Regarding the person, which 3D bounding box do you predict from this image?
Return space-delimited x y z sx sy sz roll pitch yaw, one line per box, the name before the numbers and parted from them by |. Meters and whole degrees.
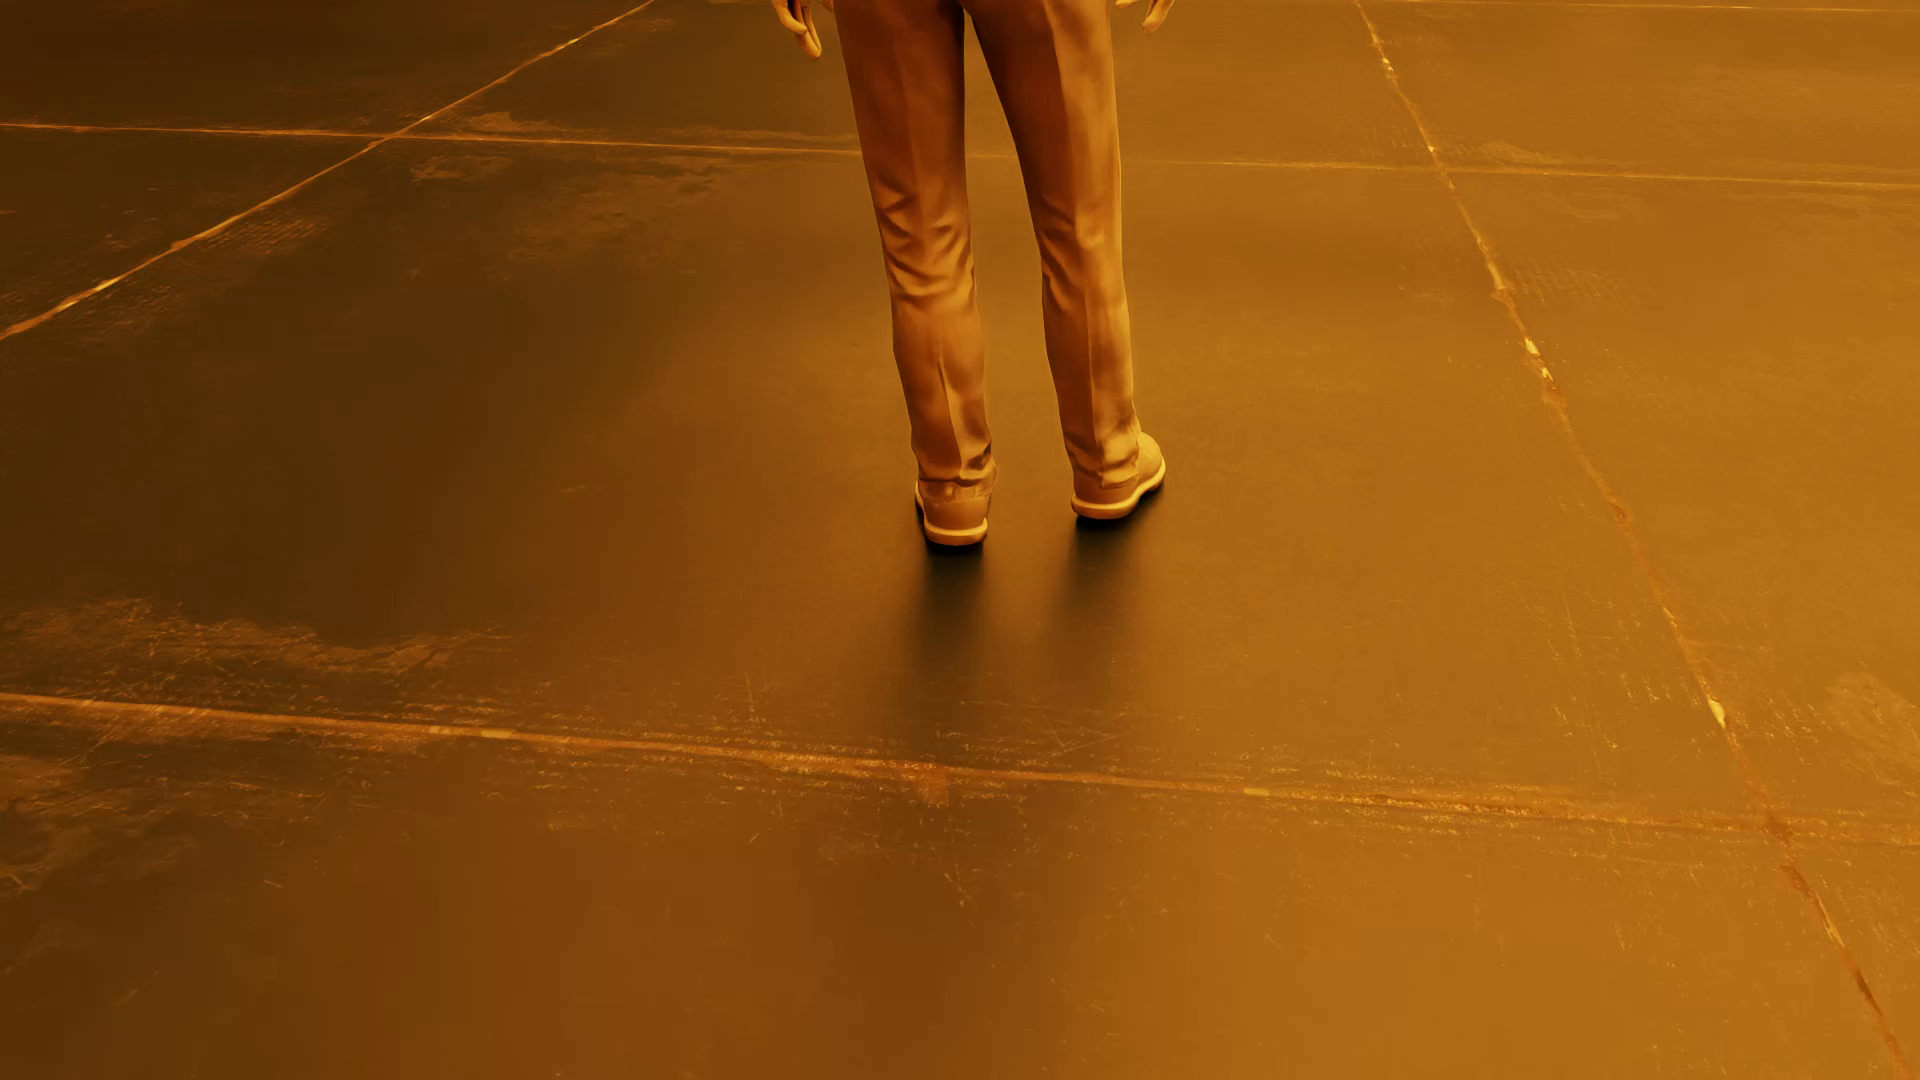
person | 0.016 -0.795 2.179 0.586 1.694 0.530 3 27 7
